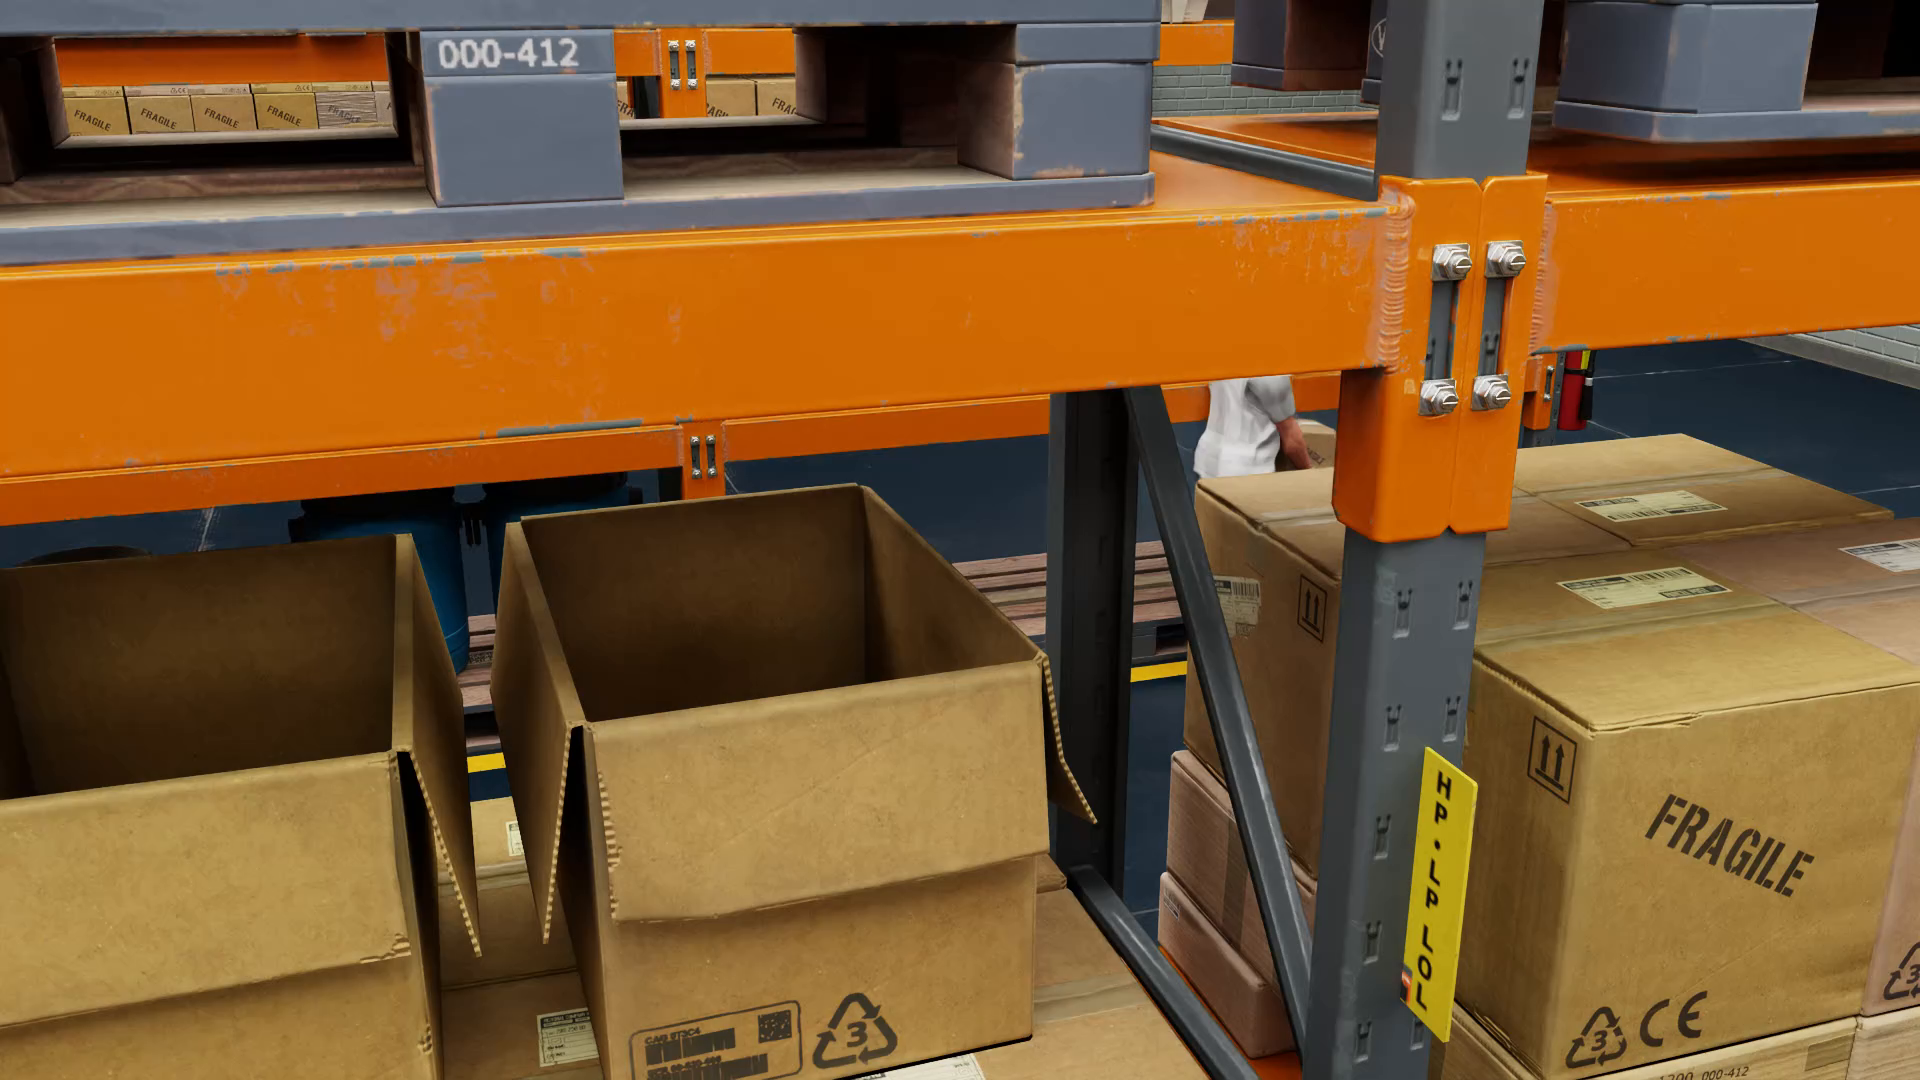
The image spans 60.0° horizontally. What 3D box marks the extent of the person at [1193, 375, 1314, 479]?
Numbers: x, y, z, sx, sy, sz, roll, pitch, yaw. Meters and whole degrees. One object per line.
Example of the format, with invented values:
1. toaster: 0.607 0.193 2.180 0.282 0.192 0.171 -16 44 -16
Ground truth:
1. person: 1.315 -0.258 7.285 0.564 1.781 0.474 -7 20 -18
